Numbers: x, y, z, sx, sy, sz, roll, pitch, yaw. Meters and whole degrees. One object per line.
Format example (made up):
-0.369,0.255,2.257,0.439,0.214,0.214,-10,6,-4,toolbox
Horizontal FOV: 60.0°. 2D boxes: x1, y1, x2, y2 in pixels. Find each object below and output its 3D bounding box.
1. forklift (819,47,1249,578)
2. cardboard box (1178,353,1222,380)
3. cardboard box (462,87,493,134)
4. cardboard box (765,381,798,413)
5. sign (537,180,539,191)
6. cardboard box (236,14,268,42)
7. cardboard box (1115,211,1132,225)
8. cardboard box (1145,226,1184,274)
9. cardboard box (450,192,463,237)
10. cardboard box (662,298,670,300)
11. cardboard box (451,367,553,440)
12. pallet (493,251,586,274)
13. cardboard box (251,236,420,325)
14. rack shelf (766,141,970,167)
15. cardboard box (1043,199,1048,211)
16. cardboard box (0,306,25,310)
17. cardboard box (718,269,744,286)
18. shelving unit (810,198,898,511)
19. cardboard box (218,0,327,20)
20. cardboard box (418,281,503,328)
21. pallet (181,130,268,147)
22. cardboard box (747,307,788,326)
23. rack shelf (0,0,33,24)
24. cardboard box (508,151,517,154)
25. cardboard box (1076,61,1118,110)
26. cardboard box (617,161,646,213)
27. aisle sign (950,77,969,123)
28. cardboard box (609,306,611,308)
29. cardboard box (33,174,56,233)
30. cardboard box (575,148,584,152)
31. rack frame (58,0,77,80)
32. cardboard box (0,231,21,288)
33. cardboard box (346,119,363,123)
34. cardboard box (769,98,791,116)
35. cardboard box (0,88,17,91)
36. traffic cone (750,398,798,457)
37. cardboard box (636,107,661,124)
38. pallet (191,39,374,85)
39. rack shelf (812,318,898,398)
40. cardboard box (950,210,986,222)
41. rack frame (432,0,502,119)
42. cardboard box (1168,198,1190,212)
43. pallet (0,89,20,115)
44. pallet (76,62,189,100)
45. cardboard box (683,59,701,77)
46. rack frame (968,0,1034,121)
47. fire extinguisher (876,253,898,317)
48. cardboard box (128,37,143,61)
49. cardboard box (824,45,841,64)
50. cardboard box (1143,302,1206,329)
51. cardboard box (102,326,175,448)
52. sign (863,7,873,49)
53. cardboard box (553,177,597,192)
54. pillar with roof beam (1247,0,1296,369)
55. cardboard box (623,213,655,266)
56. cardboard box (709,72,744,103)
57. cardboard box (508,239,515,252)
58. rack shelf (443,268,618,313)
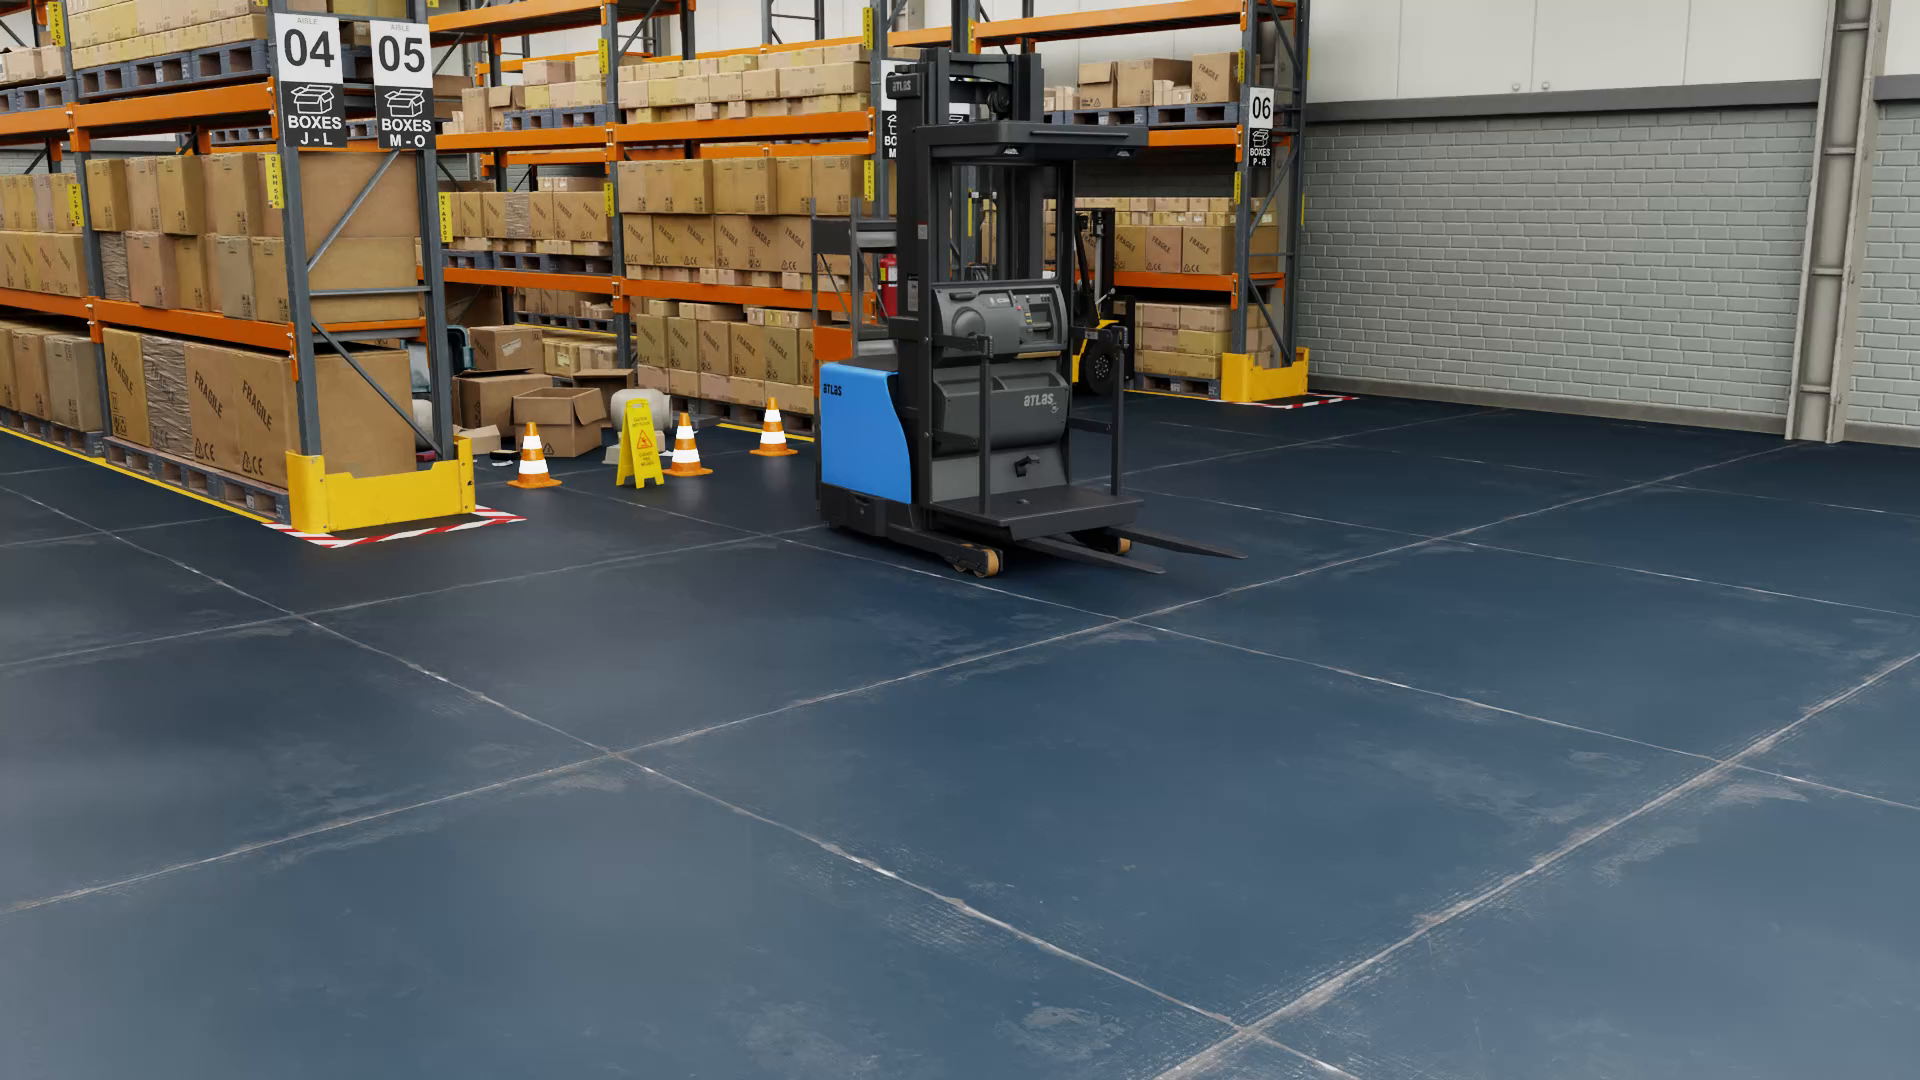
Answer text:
0.376,-1.333,9.620,1.130,2.935,3.031,-9,14,-36,forklift
2.703,-1.892,17.936,0.500,0.250,0.500,-11,16,-42,cardboard box
-5.209,-4.862,18.898,0.700,0.500,0.500,-11,16,-43,cardboard box
-1.437,-1.333,15.220,0.500,0.250,0.500,-11,16,-42,cardboard box
-7.379,-6.140,29.128,0.100,0.325,0.005,-11,16,-43,sign
-4.317,-3.214,10.478,0.380,0.149,0.250,-11,16,-43,cardboard box
1.910,-3.571,18.454,0.380,0.149,0.250,-11,16,-42,cardboard box
2.374,-3.170,18.116,0.500,0.500,0.500,-10,15,-41,cardboard box
-5.713,-3.786,19.331,0.500,0.500,0.500,11,16,44,cardboard box
-4.144,-3.490,25.070,0.500,0.500,0.500,11,16,43,cardboard box
-4.028,-1.199,14.648,0.797,0.637,0.503,-11,16,-43,cardboard box
-4.460,-3.107,18.533,1.003,0.211,1.213,-11,16,-43,pallet
-4.131,-1.733,11.019,0.875,0.550,0.550,-11,16,-43,cardboard box
-0.888,-5.001,21.602,1.077,0.370,4.000,-11,16,-43,rack shelf
1.031,-3.904,19.332,0.380,0.149,0.250,-10,16,-41,cardboard box
-10.018,-2.337,17.614,0.500,0.250,0.500,-11,16,-43,cardboard box
-2.038,-2.466,15.568,0.380,0.149,0.250,-11,16,-43,cardboard box
-0.679,-1.214,11.103,0.431,2.100,0.503,-9,14,-36,shelving unit
-4.382,-3.440,10.590,0.500,0.250,0.500,-11,16,-42,cardboard box
-6.273,-2.761,20.606,0.875,0.875,0.875,-11,16,-43,cardboard box
-10.861,-5.970,24.743,1.003,0.211,1.213,-11,16,-43,pallet
-1.728,-2.061,15.289,0.380,0.149,0.250,-10,15,-40,cardboard box
-10.748,-5.461,17.393,1.077,0.370,4.000,-11,16,-43,rack shelf
-7.279,-6.486,27.648,0.380,0.149,0.250,-10,16,-41,cardboard box
1.762,-5.068,18.598,0.797,0.503,0.637,-10,15,-41,cardboard box
-2.947,-3.490,16.456,0.700,0.500,0.500,-11,16,-43,cardboard box
-0.065,-3.624,14.125,0.394,0.787,0.004,-11,16,-43,aisle sign
-5.616,-3.762,27.262,0.380,0.149,0.250,-11,16,-43,cardboard box
-7.657,-2.955,14.593,0.700,0.500,0.500,-11,16,-42,cardboard box
-5.839,-6.194,26.231,0.380,0.149,0.250,-10,15,-41,cardboard box
-6.605,-5.134,13.030,1.000,3.000,0.127,-11,16,-43,rack frame
-8.551,-2.578,15.242,0.500,0.500,0.500,-11,16,-43,cardboard box
-7.283,-5.425,20.586,0.500,0.500,0.500,-11,16,-42,cardboard box
-1.468,-3.827,14.742,0.380,0.149,0.250,-11,16,-43,cardboard box
-8.680,-4.220,15.112,0.500,0.250,0.500,-10,16,-41,cardboard box
-1.562,-0.957,13.910,0.336,0.463,0.334,-11,16,-43,traffic cone
-2.918,-4.120,16.166,0.380,0.149,0.250,-11,16,-42,cardboard box
-4.362,-3.144,11.027,1.003,0.211,1.213,-11,16,-43,pallet
-0.679,-1.201,11.105,0.431,0.518,0.480,-9,14,-36,rack shelf
0.097,-3.978,20.431,0.380,0.149,0.250,-10,15,-41,cardboard box
-5.857,-6.422,19.283,1.000,3.000,0.127,-11,16,-43,rack frame
2.463,-3.610,17.908,0.380,0.149,0.250,-10,16,-41,cardboard box
-8.109,-3.907,14.975,1.003,0.211,1.213,-10,15,-40,pallet
-6.047,-3.501,12.755,1.003,0.211,1.213,-11,16,-43,pallet
-2.366,-4.401,15.550,0.250,0.149,0.380,11,16,43,cardboard box
0.493,-6.531,19.810,1.000,3.000,0.127,-11,16,-43,rack frame
-0.586,-2.198,13.837,0.296,0.674,0.183,-11,16,-43,fire extinguisher
-5.718,-3.510,11.917,0.380,0.149,0.250,-11,16,-43,cardboard box
-0.929,-4.104,14.112,0.380,0.149,0.250,-11,16,-42,cardboard box
2.355,-2.455,18.189,0.500,0.250,0.500,-11,16,-42,cardboard box
-6.221,-1.259,13.315,0.875,0.875,0.875,-11,16,-42,cardboard box
-0.747,-4.145,13.468,0.100,0.325,0.005,-11,16,-43,sign
-4.062,-3.753,17.561,0.250,0.149,0.380,11,16,43,cardboard box
0.313,-5.574,15.167,9.100,9.000,0.400,-11,16,-43,pillar with roof beam
-2.992,-2.992,16.515,0.500,0.500,0.500,-11,16,-43,cardboard box
-1.939,-4.117,15.162,0.500,0.250,0.500,-11,16,-42,cardboard box
-4.819,-3.298,18.567,0.380,0.149,0.250,-10,15,-40,cardboard box
-4.475,-2.840,18.544,1.077,0.370,4.000,-11,16,-43,rack shelf
